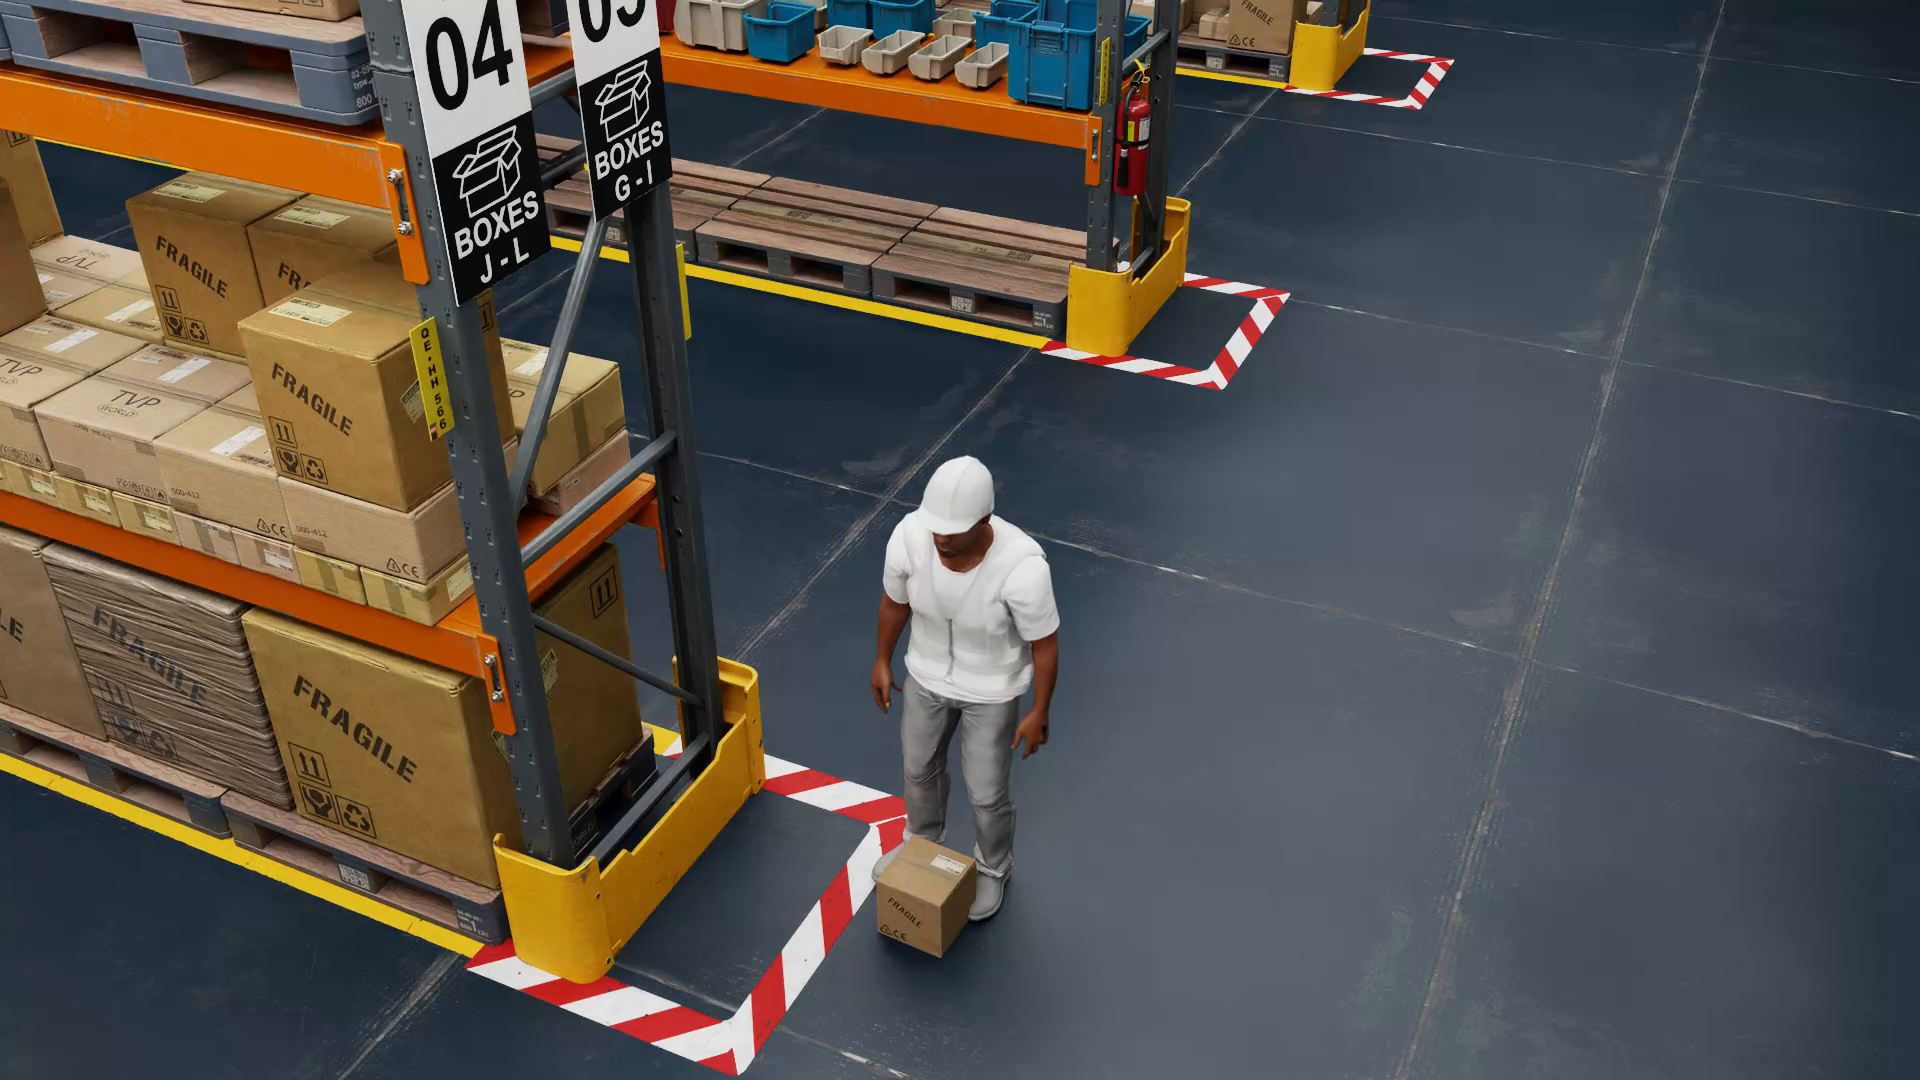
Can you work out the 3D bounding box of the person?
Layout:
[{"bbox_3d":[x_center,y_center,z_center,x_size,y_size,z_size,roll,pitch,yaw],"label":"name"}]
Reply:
[{"bbox_3d":[0.005,0.474,5.408,0.635,1.761,0.454,16,37,23],"label":"person"}]
